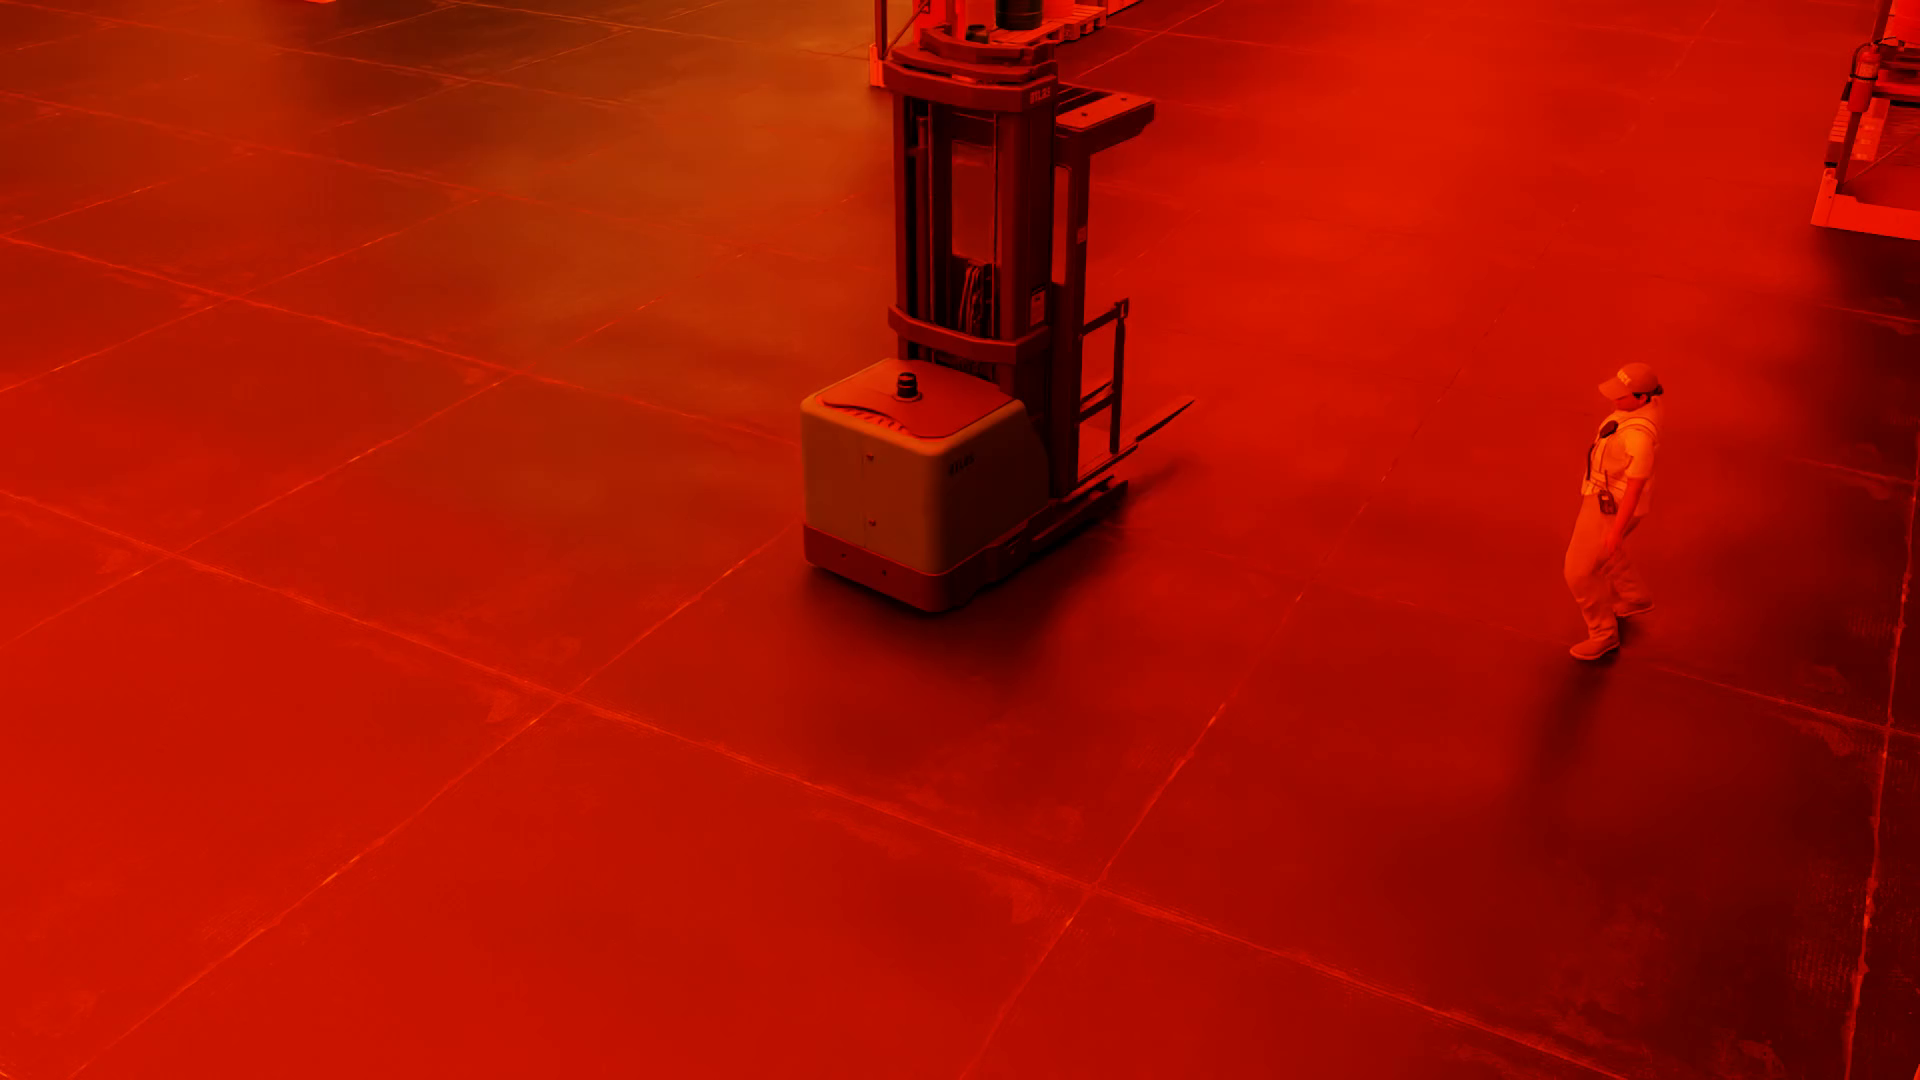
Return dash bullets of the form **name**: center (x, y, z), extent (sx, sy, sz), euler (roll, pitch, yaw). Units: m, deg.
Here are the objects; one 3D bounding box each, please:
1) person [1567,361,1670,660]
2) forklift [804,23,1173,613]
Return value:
- **person**: center (3.559, -0.202, 8.811), extent (0.505, 1.649, 0.839), euler (16, 34, 25)
- **forklift**: center (0.349, -1.560, 9.774), extent (1.130, 2.935, 3.031), euler (18, 35, 28)
